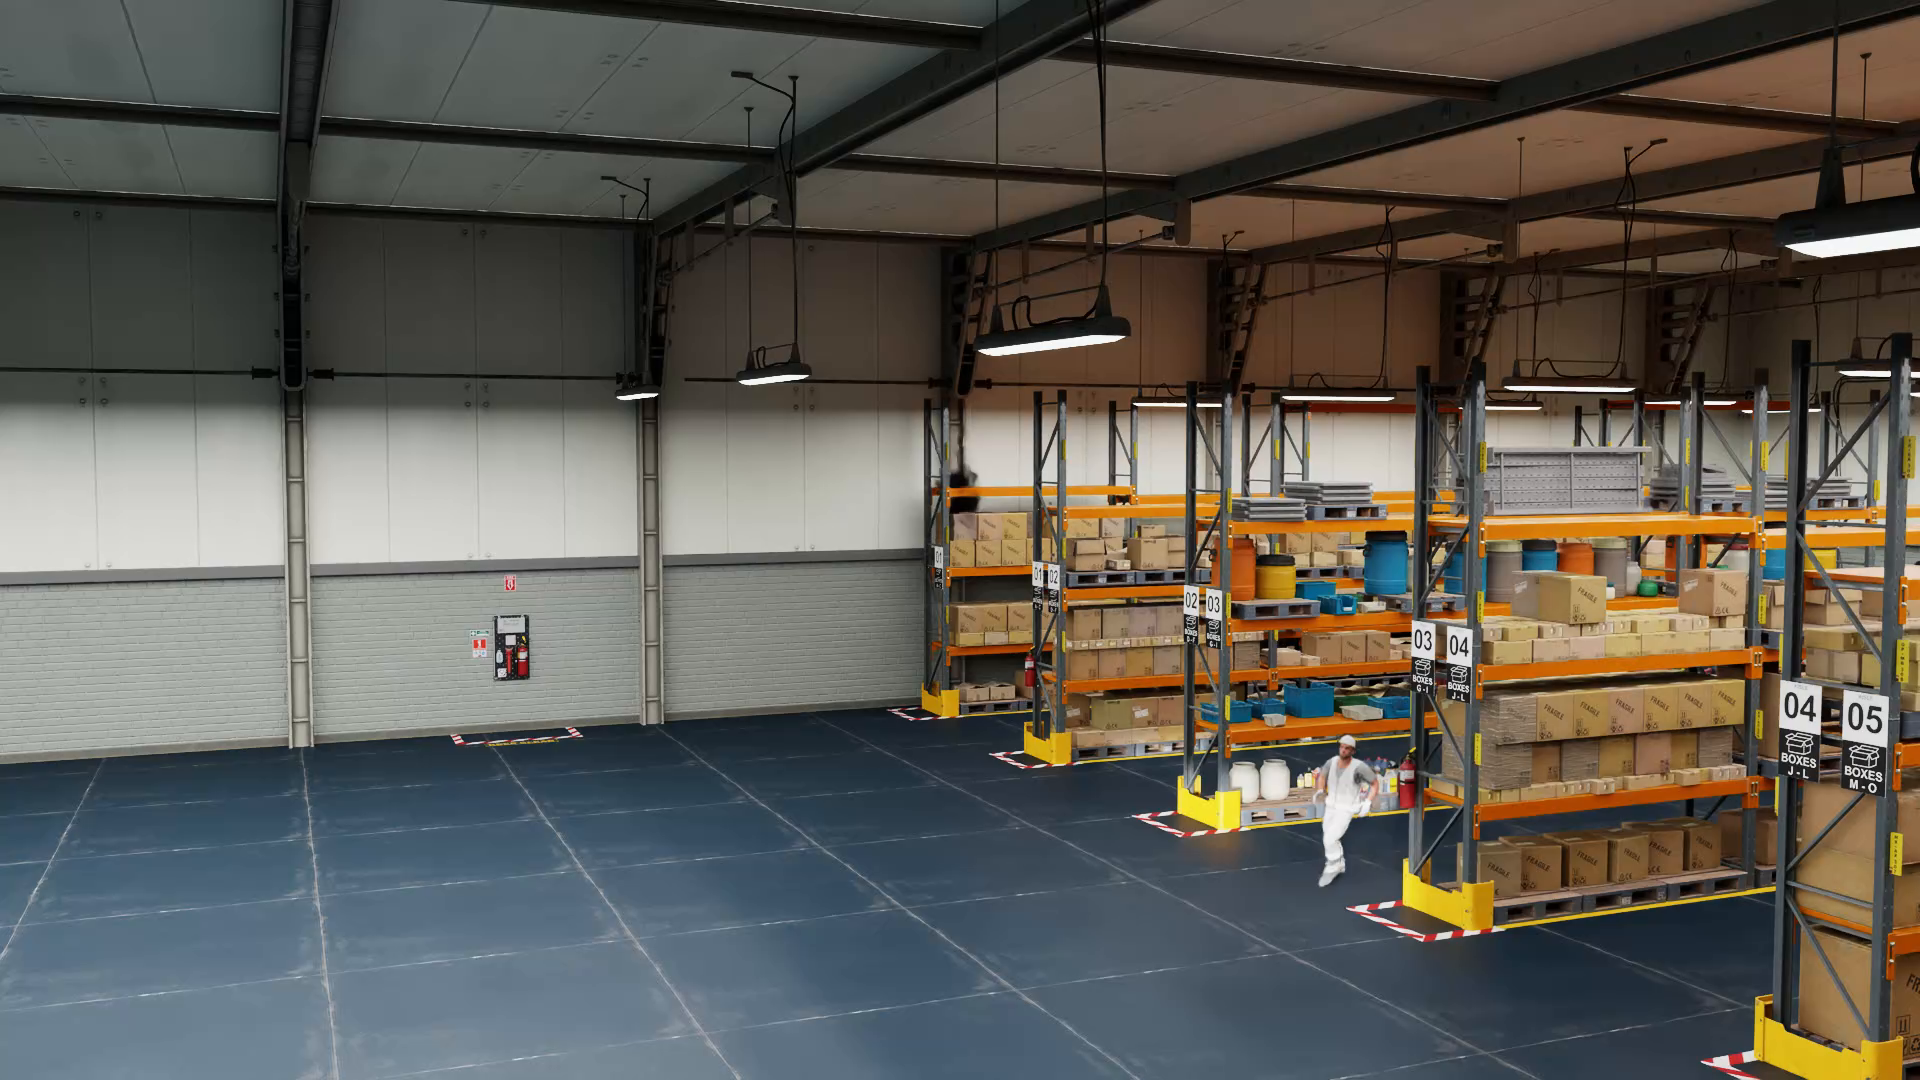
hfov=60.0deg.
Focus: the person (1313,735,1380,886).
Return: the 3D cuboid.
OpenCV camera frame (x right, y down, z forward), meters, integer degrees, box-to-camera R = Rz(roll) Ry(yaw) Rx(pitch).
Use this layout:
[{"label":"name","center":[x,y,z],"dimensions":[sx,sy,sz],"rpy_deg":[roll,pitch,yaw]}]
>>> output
[{"label":"person","center":[4.455,3.151,19.384],"dimensions":[0.674,1.780,0.718],"rpy_deg":[-3,4,-39]}]
